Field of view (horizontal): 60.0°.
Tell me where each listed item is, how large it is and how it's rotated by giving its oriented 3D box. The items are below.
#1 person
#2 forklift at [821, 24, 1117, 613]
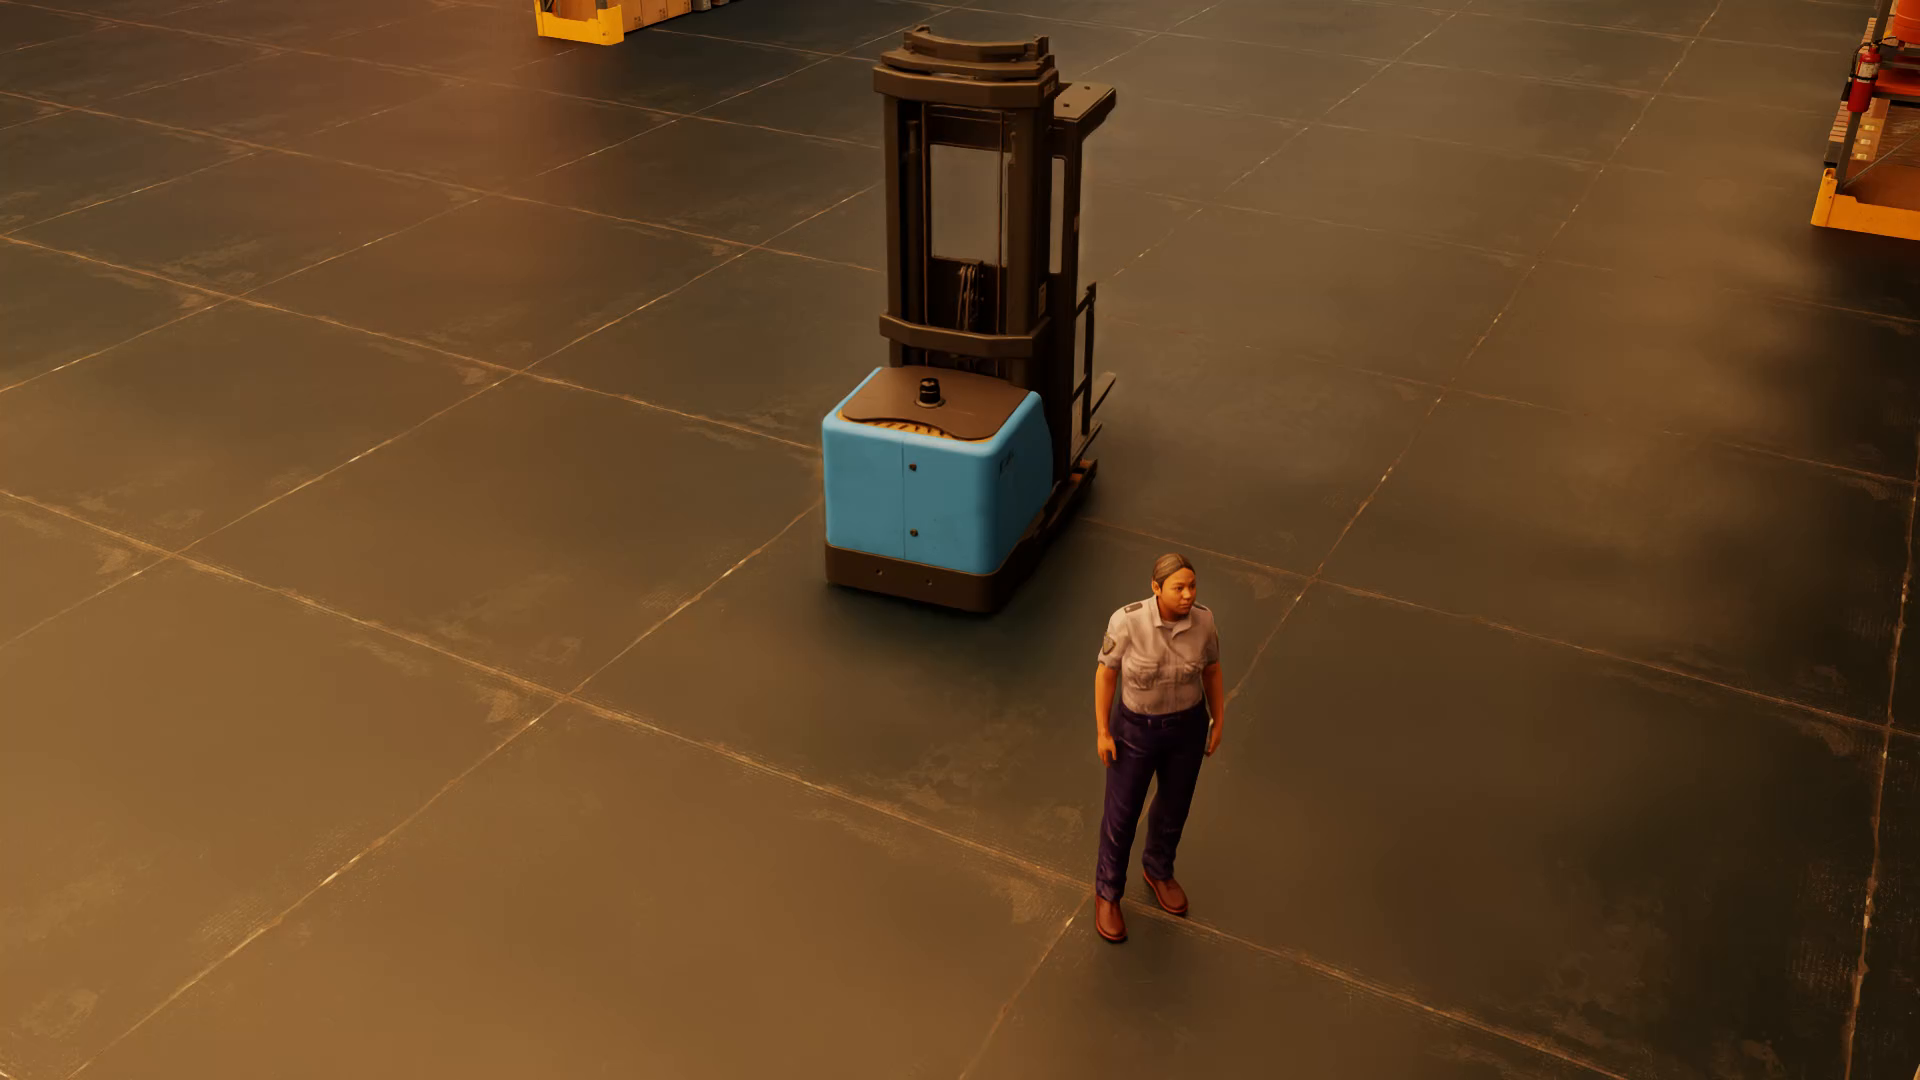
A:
[{"bbox_3d":[0.837,0.846,6.879,0.590,1.653,0.495,-7,31,-12],"label":"person"},{"bbox_3d":[0.232,-1.590,9.826,1.130,2.935,3.031,11,32,18],"label":"forklift"}]
